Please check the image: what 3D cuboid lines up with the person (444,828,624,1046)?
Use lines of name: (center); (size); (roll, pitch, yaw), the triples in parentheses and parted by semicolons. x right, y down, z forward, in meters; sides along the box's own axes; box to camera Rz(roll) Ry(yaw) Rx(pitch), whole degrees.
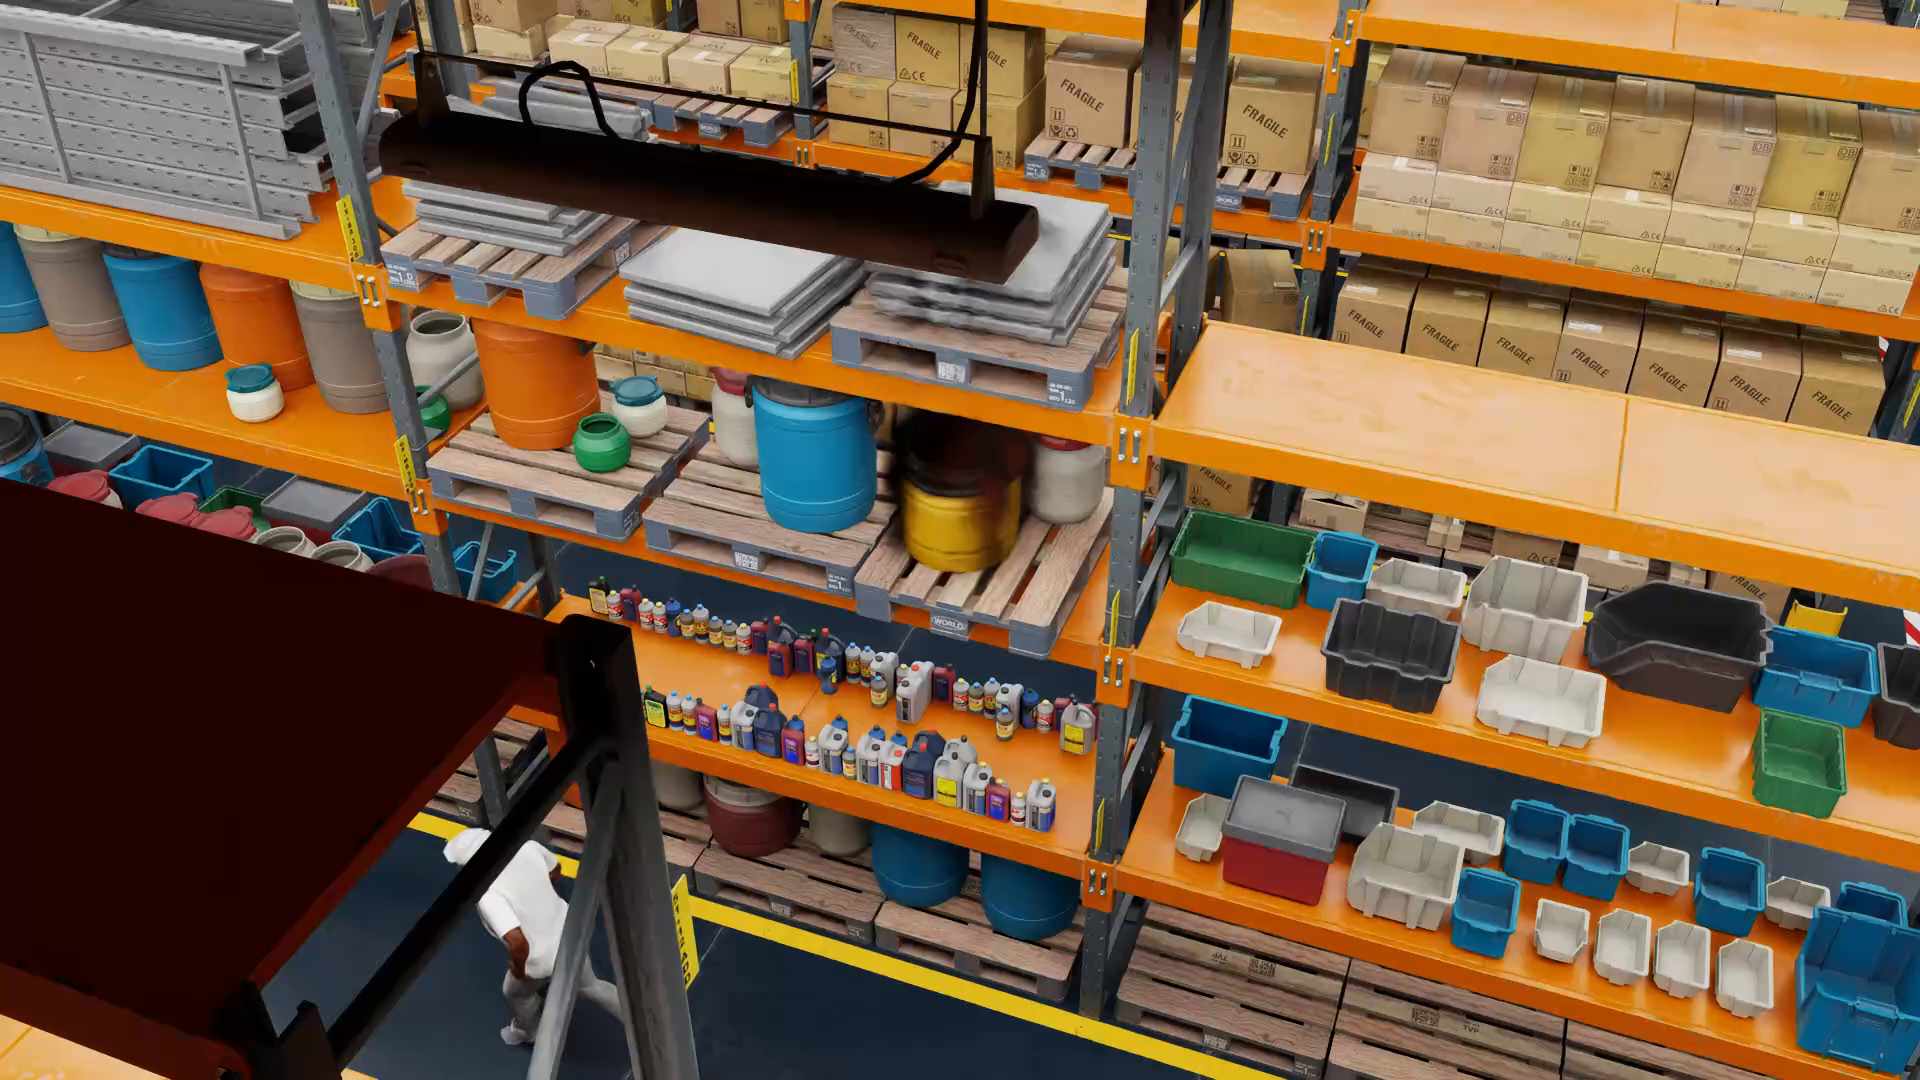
person: (-2.159, 2.241, 8.981); (1.052, 1.715, 0.743); (5, 37, 7)
